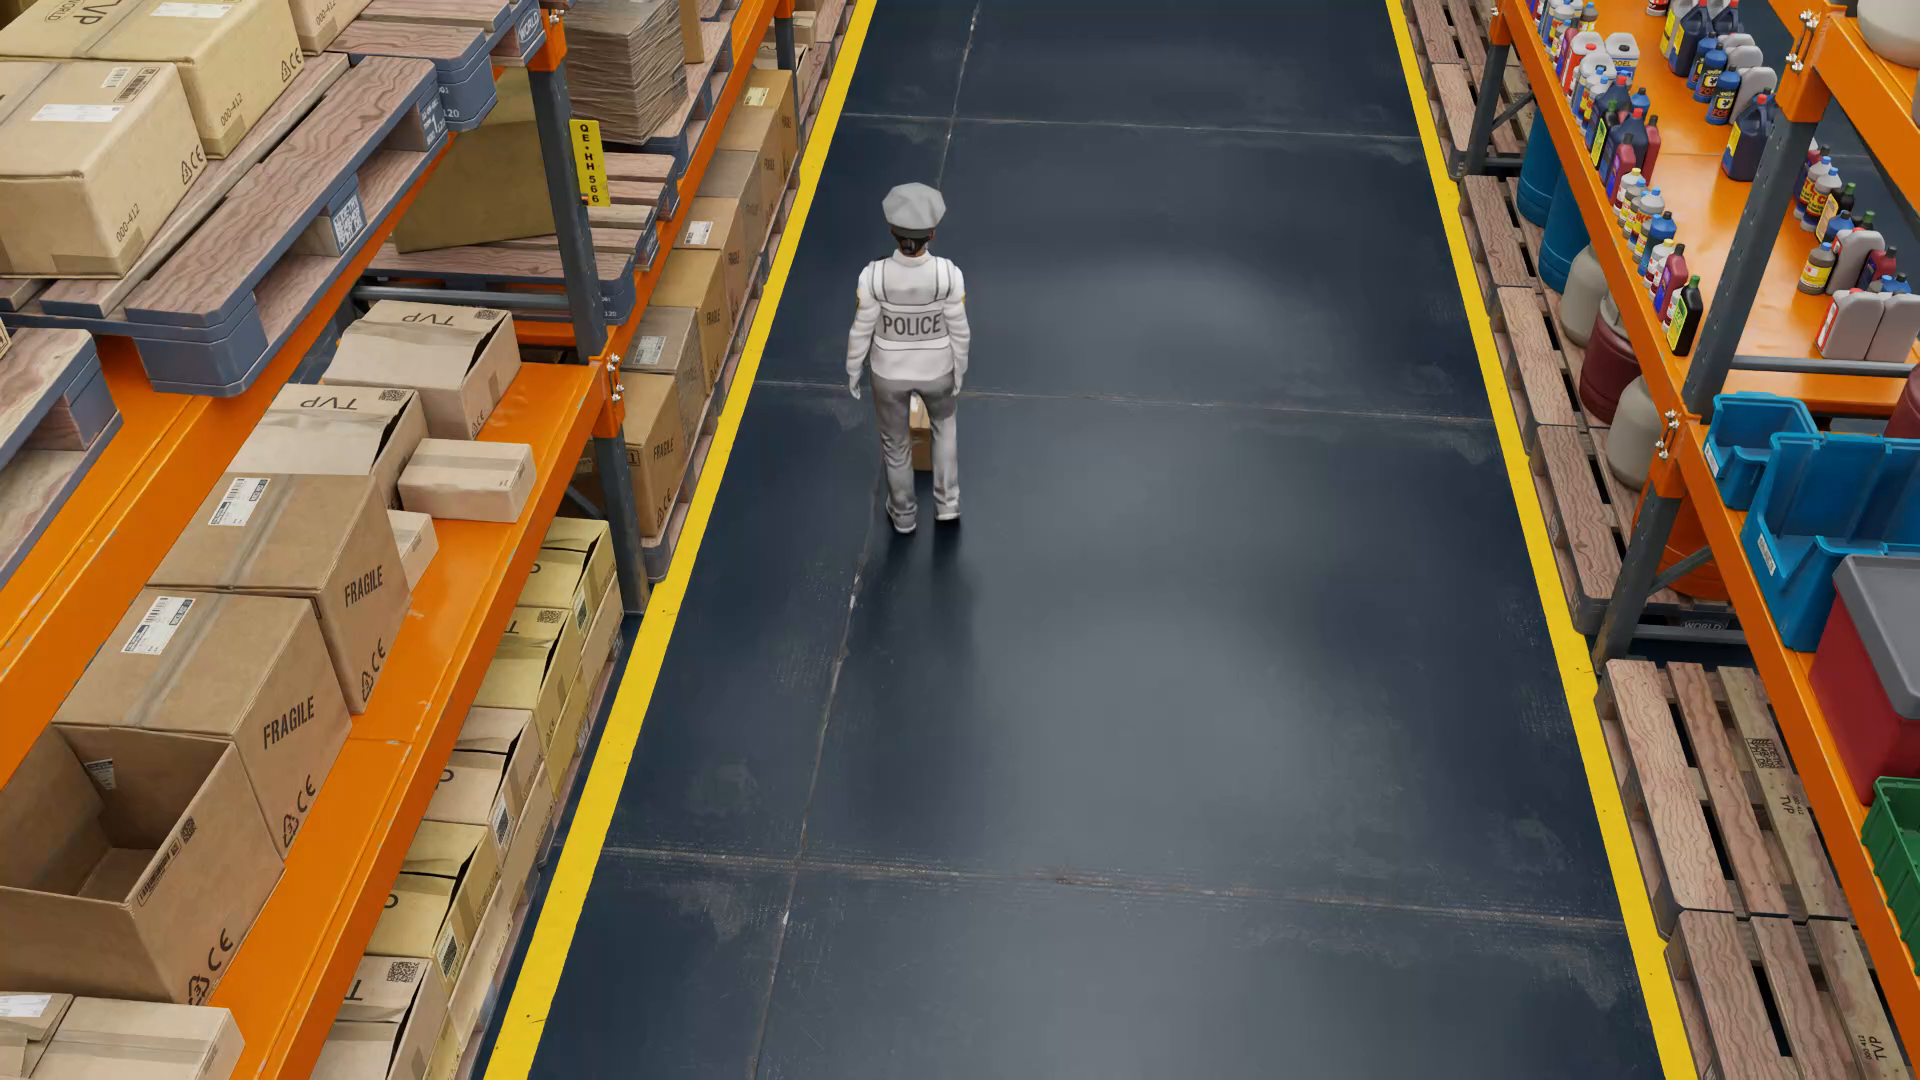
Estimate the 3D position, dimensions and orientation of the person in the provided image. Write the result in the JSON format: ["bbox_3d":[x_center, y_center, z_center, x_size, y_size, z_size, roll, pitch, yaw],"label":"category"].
[{"bbox_3d":[-0.231,-0.724,7.014,0.517,1.713,0.368,-3,40,-4],"label":"person"}]
